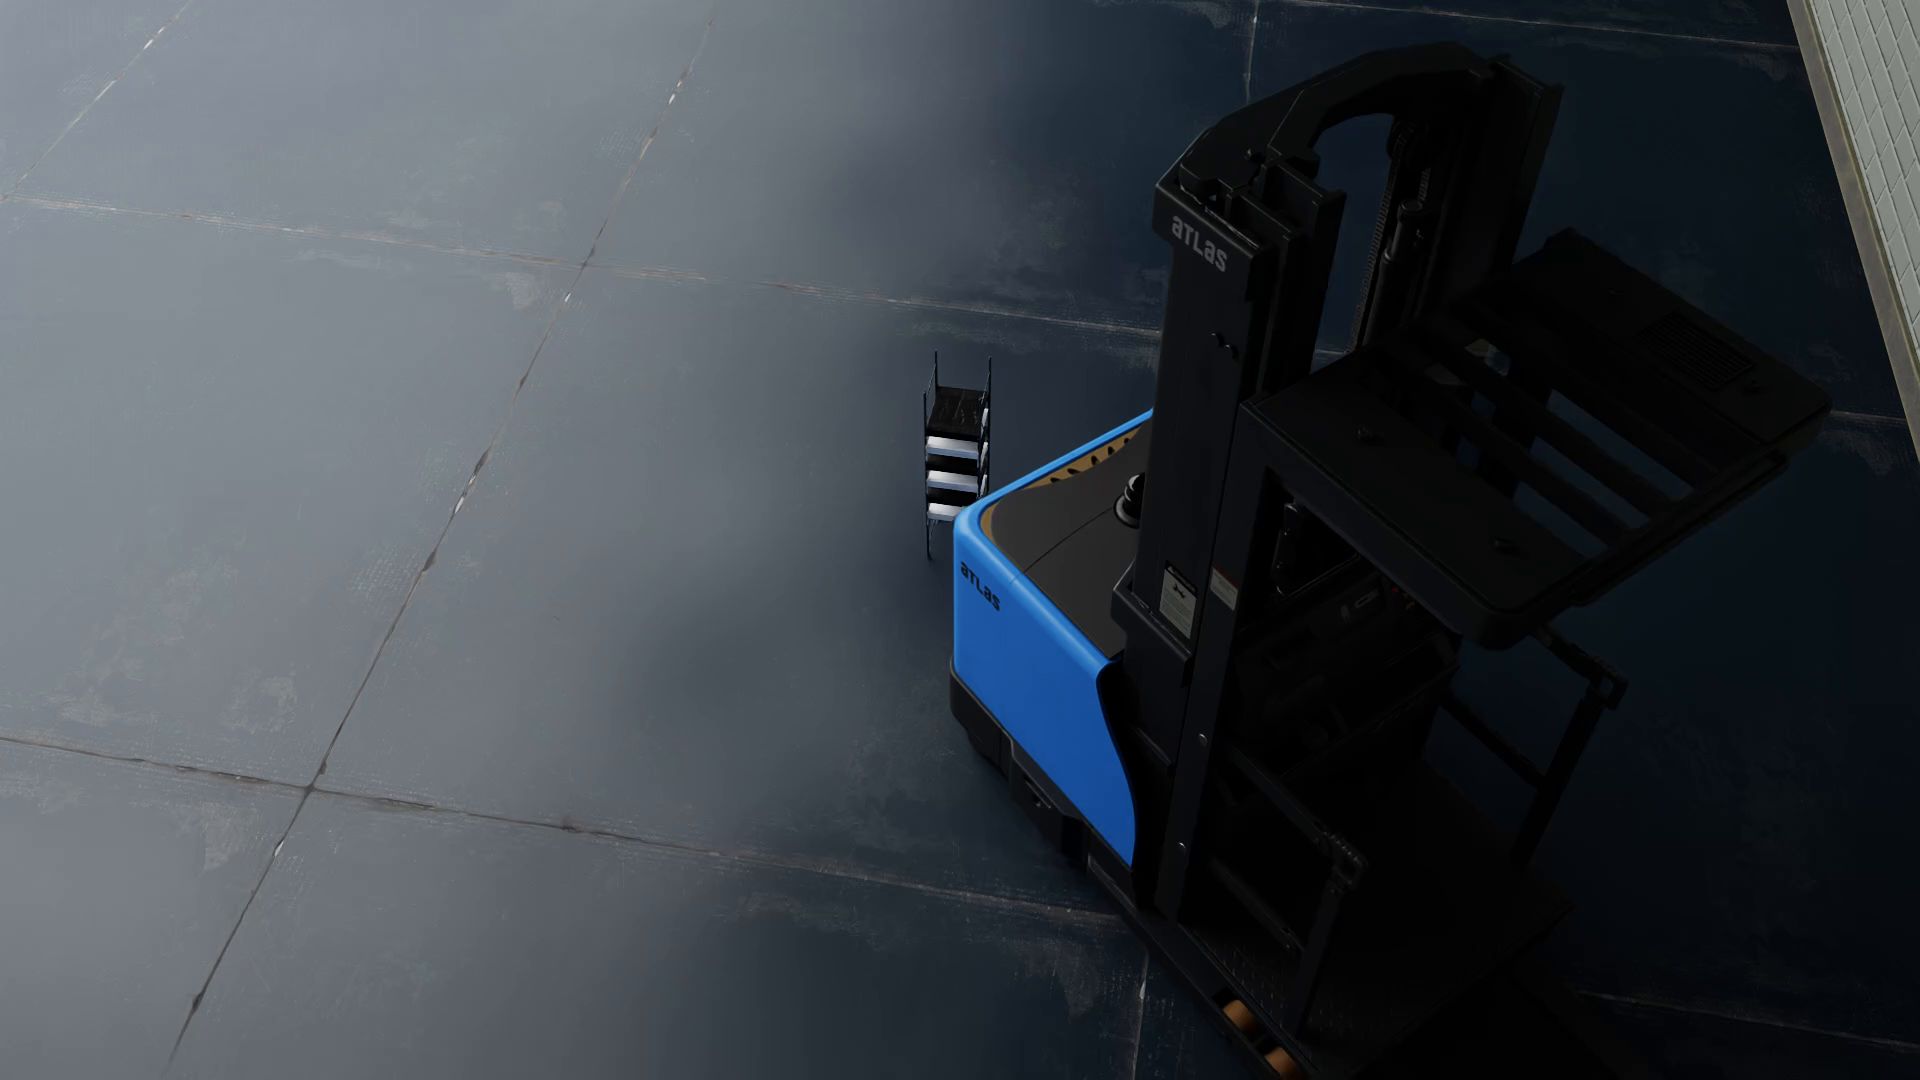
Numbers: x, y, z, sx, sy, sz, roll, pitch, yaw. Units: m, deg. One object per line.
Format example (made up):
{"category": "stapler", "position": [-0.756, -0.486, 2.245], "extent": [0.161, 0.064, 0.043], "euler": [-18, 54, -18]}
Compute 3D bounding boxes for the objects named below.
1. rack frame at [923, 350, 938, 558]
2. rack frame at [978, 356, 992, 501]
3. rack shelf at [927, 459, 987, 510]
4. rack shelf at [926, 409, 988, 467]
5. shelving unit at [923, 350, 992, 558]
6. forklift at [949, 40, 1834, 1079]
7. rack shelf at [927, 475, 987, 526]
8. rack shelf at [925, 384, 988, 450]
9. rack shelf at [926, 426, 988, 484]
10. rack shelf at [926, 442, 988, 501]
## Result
{"category": "rack frame", "position": [-0.108, -0.315, 6.400], "extent": [0.006, 0.900, 0.240], "euler": [8, 49, 7]}
{"category": "rack frame", "position": [0.092, -0.288, 6.376], "extent": [0.006, 0.900, 0.240], "euler": [8, 49, 7]}
{"category": "rack shelf", "position": [-0.008, -0.219, 6.480], "extent": [0.200, 0.077, 0.258], "euler": [8, 49, 7]}
{"category": "rack shelf", "position": [-0.008, -0.400, 6.279], "extent": [0.200, 0.077, 0.258], "euler": [8, 49, 7]}
{"category": "shelving unit", "position": [-0.008, -0.302, 6.388], "extent": [0.210, 0.900, 0.258], "euler": [8, 49, 7]}
{"category": "forklift", "position": [1.231, 0.336, 4.449], "extent": [1.130, 2.935, 3.031], "euler": [-28, 54, -23]}
{"category": "rack shelf", "position": [-0.008, -0.159, 6.547], "extent": [0.200, 0.077, 0.258], "euler": [8, 49, 7]}
{"category": "rack shelf", "position": [-0.008, -0.460, 6.212], "extent": [0.200, 0.077, 0.258], "euler": [8, 49, 7]}
{"category": "rack shelf", "position": [-0.008, -0.340, 6.346], "extent": [0.200, 0.077, 0.258], "euler": [8, 49, 7]}
{"category": "rack shelf", "position": [-0.008, -0.280, 6.413], "extent": [0.200, 0.077, 0.258], "euler": [8, 49, 7]}
